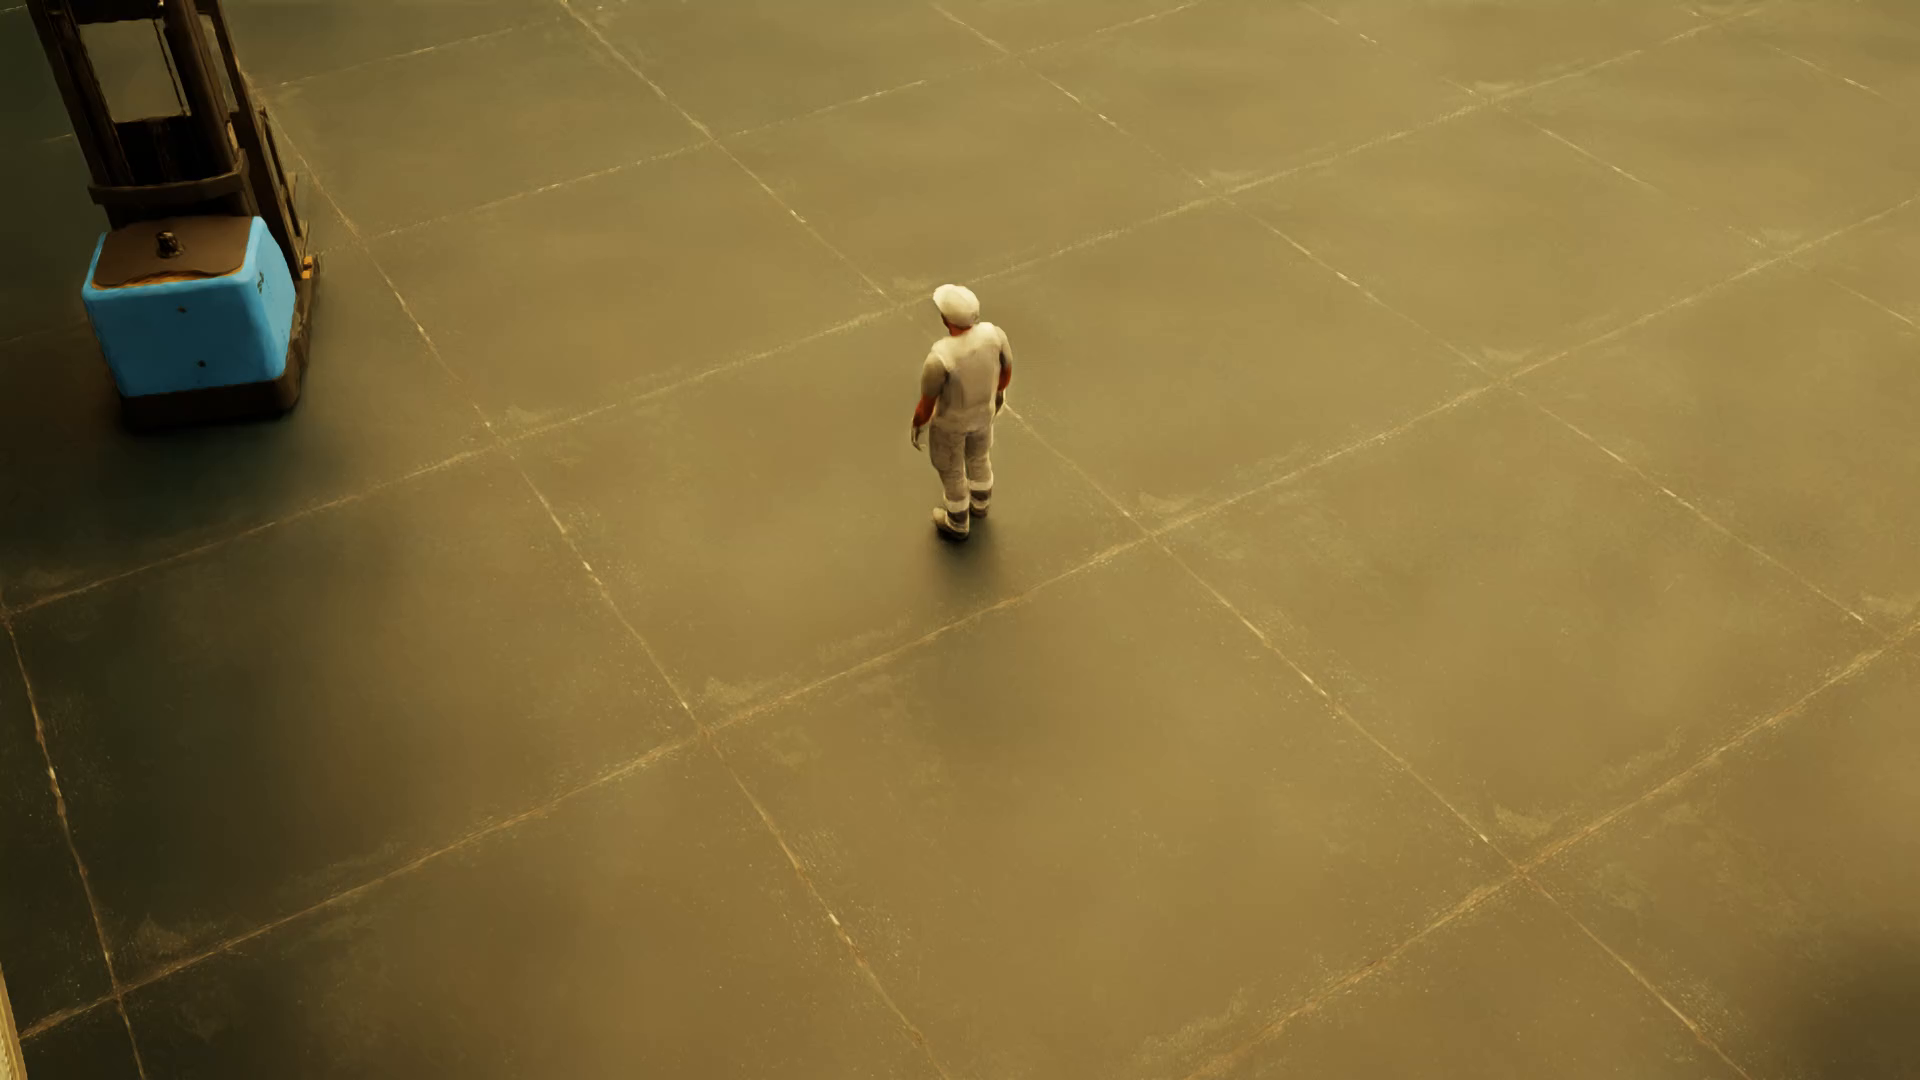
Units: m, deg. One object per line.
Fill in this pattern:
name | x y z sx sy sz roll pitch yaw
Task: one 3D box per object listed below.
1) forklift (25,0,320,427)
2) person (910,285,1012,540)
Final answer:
forklift | -5.232 -2.815 11.092 1.130 2.935 3.031 -8 42 -9
person | -0.034 -0.757 9.535 0.637 1.787 0.563 -23 46 -24
